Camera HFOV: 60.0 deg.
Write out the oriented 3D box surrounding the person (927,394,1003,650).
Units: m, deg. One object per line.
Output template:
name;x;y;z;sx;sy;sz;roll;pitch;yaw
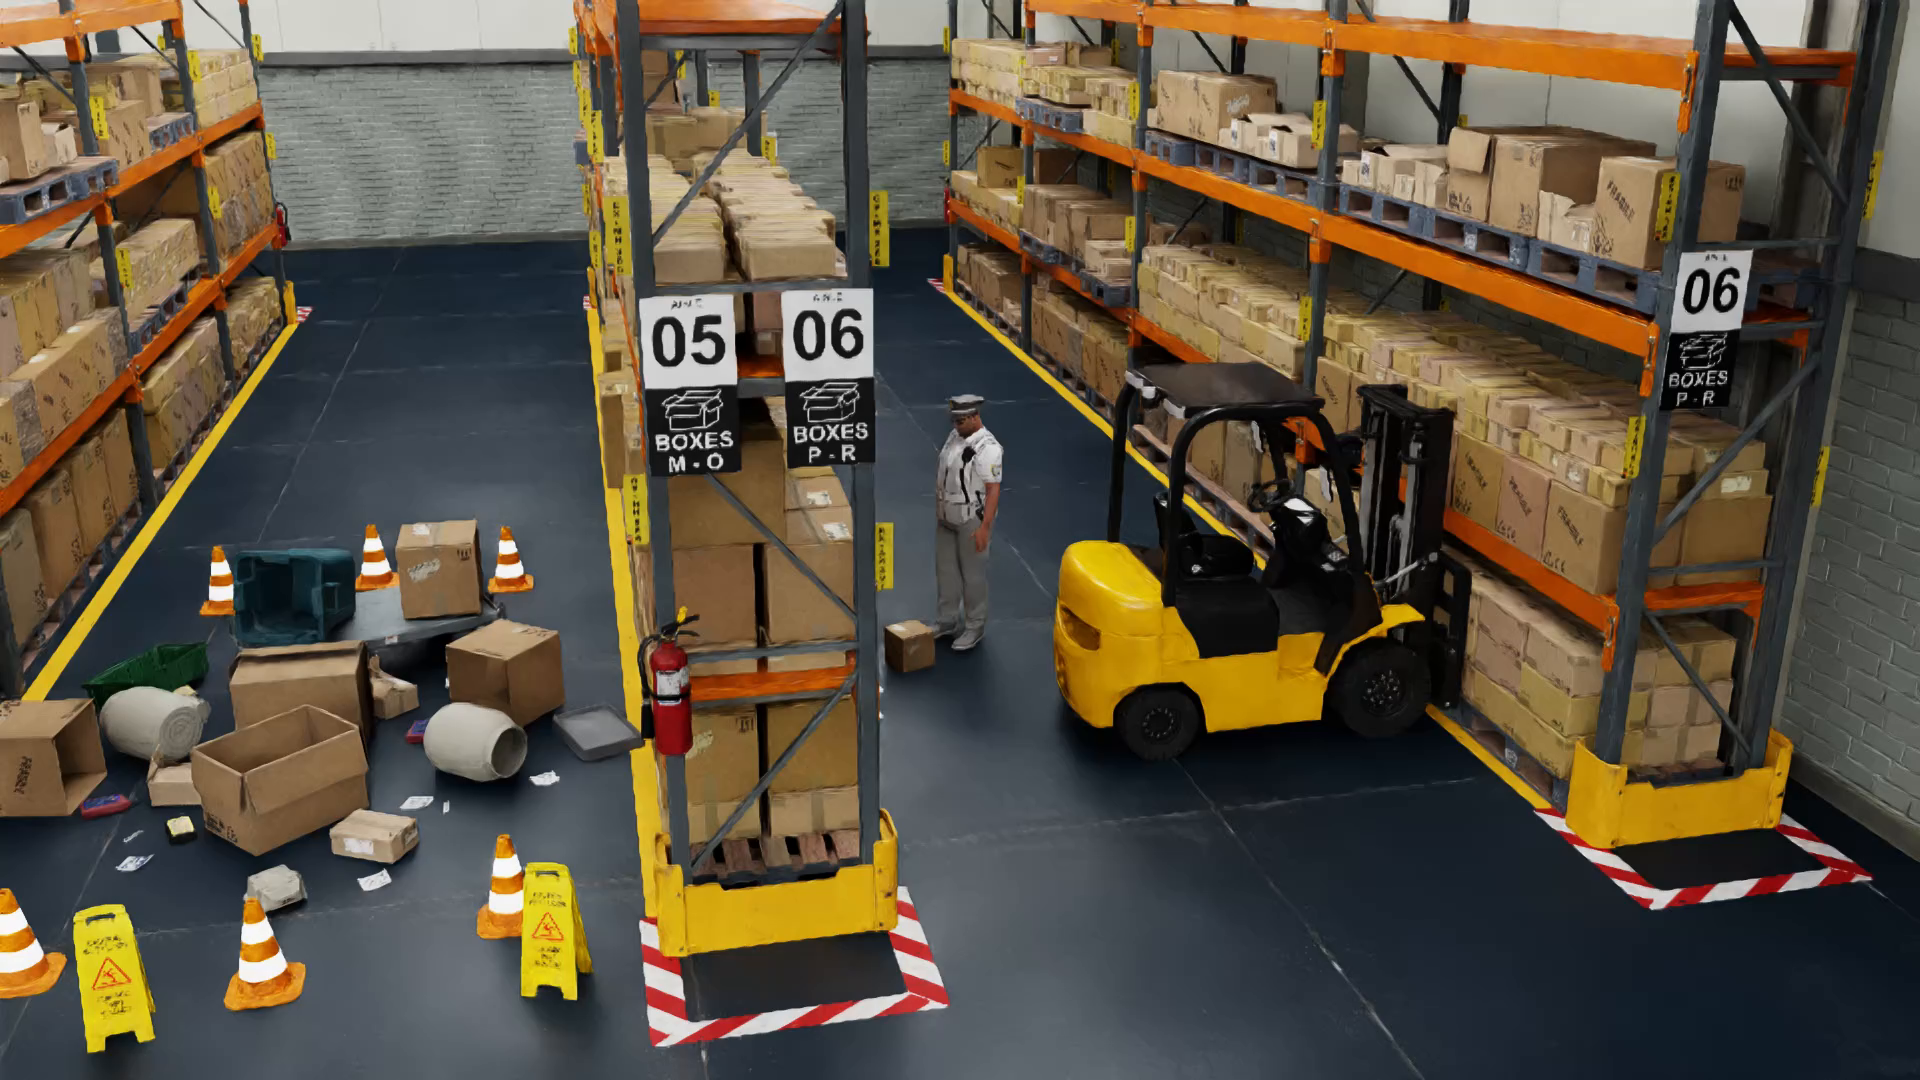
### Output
person;-0.002;-0.128;11.372;0.501;1.747;0.569;-16;25;-38
